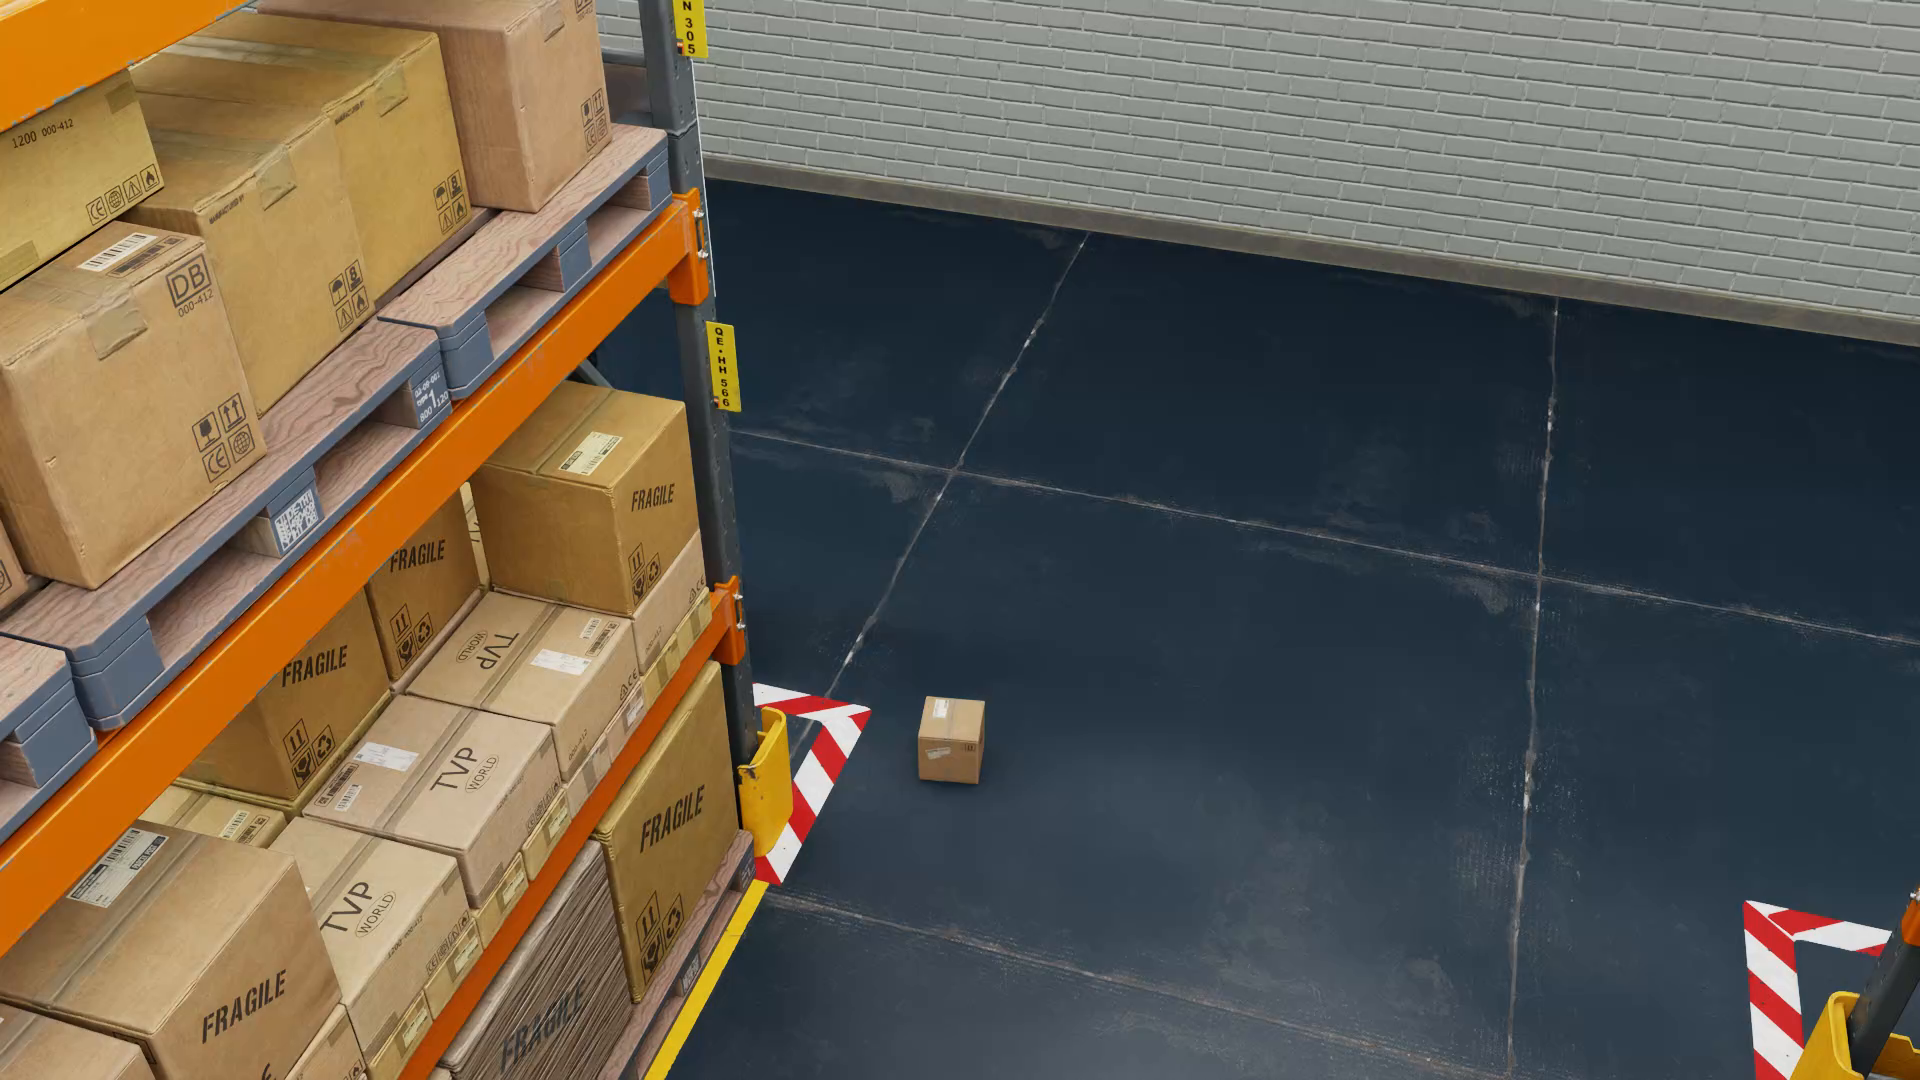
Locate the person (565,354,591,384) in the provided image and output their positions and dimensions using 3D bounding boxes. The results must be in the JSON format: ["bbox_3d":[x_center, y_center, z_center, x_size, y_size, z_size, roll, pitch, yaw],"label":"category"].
[{"bbox_3d":[-1.756,-0.317,7.321,0.810,1.696,0.552,5,37,6],"label":"person"}]
